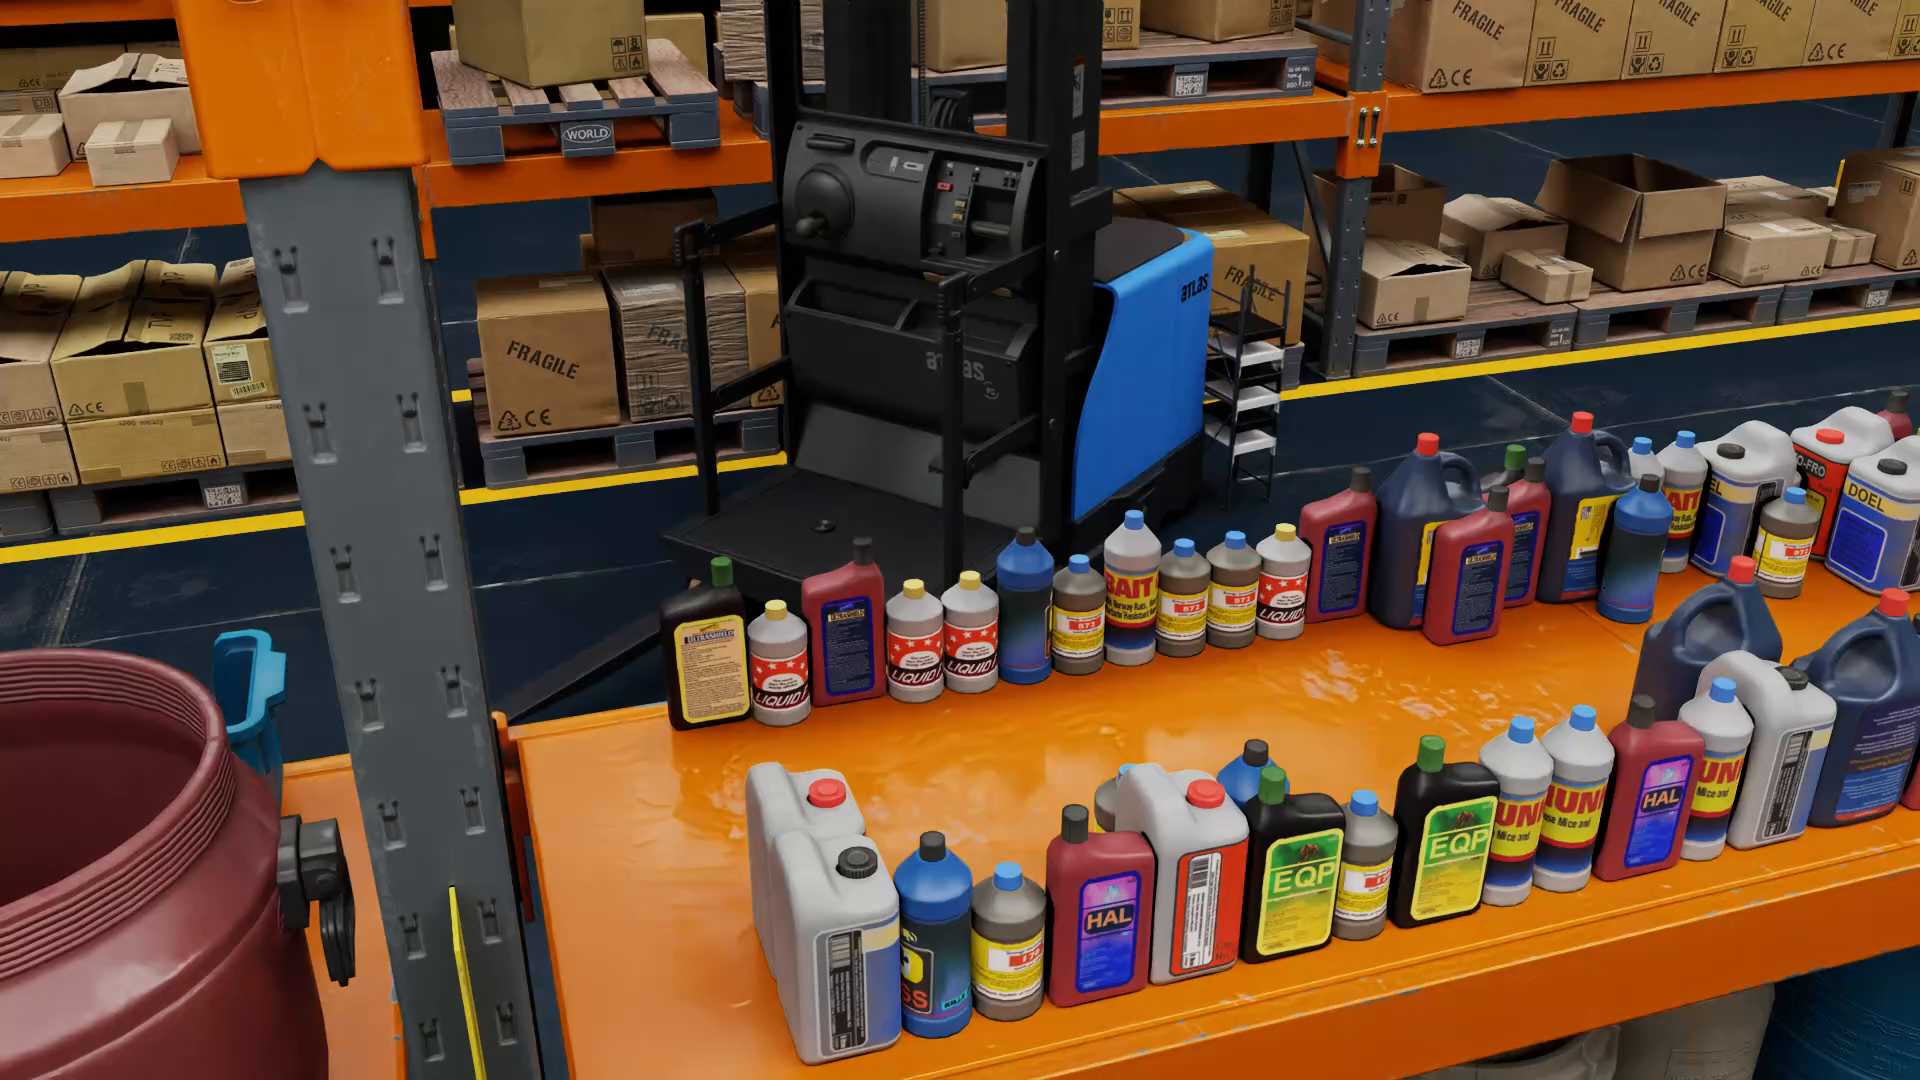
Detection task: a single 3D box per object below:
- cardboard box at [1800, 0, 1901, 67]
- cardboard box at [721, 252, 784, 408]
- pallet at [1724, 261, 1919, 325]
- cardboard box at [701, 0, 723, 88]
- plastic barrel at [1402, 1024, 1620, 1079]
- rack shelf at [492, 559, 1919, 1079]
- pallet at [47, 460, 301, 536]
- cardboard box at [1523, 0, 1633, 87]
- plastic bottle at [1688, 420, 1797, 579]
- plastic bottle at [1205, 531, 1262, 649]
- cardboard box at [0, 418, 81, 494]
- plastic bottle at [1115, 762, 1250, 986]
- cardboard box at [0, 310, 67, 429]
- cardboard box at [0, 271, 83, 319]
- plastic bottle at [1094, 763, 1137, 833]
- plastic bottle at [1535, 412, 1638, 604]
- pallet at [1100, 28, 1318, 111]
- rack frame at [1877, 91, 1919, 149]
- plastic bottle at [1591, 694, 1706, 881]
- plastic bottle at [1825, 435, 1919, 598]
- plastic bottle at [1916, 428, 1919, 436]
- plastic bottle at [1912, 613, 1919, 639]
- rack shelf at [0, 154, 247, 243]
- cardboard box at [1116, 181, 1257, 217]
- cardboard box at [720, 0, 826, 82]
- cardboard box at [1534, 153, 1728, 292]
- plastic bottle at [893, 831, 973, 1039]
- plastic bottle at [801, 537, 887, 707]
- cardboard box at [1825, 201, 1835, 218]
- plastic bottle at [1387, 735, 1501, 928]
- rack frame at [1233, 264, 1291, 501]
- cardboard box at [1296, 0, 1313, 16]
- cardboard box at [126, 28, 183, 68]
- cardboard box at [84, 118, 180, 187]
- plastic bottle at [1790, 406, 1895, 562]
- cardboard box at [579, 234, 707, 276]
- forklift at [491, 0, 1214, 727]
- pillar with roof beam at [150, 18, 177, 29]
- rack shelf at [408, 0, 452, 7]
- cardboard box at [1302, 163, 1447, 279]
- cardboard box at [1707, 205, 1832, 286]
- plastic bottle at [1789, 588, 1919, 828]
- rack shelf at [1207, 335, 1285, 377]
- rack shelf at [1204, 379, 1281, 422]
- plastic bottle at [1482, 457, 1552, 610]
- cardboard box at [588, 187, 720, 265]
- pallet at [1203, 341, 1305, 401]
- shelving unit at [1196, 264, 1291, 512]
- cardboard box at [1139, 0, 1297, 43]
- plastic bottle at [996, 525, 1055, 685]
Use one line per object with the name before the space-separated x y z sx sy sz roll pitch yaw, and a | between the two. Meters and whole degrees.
cardboard box | 4.103 -2.576 7.953 0.500 0.500 0.500 -8 28 -16
cardboard box | -0.698 -0.906 7.019 0.500 0.500 0.500 -9 28 -17
pallet | 4.583 -1.478 8.989 1.213 0.211 1.003 -8 28 -16
cardboard box | -1.350 -3.348 11.565 0.750 0.750 0.750 -7 27 -15
plastic barrel | 0.870 1.011 3.080 0.708 0.588 0.600 -8 28 -16
rack shelf | 1.238 0.396 2.888 4.000 0.370 1.077 -8 28 -16
pallet | -2.988 -0.400 6.818 1.213 0.211 1.003 -8 28 -16
cardboard box | 2.665 -2.368 7.534 0.500 0.500 0.500 -8 27 -15
plastic bottle | 1.481 -0.084 3.185 0.135 0.276 0.152 -8 28 -16
plastic bottle | 0.479 0.082 2.936 0.097 0.201 0.097 0 26 0
cardboard box | -3.586 -0.386 6.275 0.500 0.250 0.500 -8 27 -15
plastic bottle | 0.288 0.418 2.174 0.135 0.276 0.152 -8 28 -16
cardboard box | -3.588 -0.635 6.144 0.500 0.311 0.500 -8 28 -16
cardboard box | -3.765 -0.860 6.599 0.500 0.311 0.500 -9 28 -17
plastic bottle | 0.232 0.401 2.292 0.097 0.201 0.097 0 26 0
plastic bottle | 1.143 -0.070 3.074 0.185 0.351 0.144 -8 28 -16
pallet | 0.816 -2.147 7.417 1.213 0.211 1.003 -8 28 -16
rack frame | 5.413 -2.847 8.612 0.127 3.000 1.000 -8 28 -16
plastic bottle | 0.961 0.339 2.326 0.133 0.283 0.061 -8 28 -16
plastic bottle | 1.749 -0.052 3.120 0.135 0.276 0.152 -8 28 -16
plastic bottle | 1.930 -0.128 3.359 0.097 0.201 0.097 0 26 0
plastic bottle | 1.443 0.237 2.543 0.097 0.271 0.097 0 26 0
rack shelf | -4.095 -1.148 5.998 4.000 0.370 1.077 -8 28 -16
cardboard box | 1.074 -1.410 8.034 0.500 0.500 0.500 -10 28 -18
cardboard box | -0.701 -2.158 6.639 0.500 0.500 0.700 -3 27 -6
cardboard box | 3.395 -1.636 8.485 0.637 0.503 0.797 -8 28 -16
plastic bottle | -0.033 0.479 2.056 0.097 0.271 0.097 0 26 0
plastic bottle | -0.191 0.134 2.739 0.133 0.283 0.061 -8 28 -16
cardboard box | 4.671 -1.829 9.251 0.250 0.166 0.380 -8 28 -16
plastic bottle | 0.649 0.384 2.235 0.133 0.283 0.061 -8 28 -16
rack frame | 1.167 -0.603 6.452 0.006 0.900 0.240 -13 29 -25
cardboard box | 2.578 -4.159 12.864 0.250 0.149 0.380 -8 28 -16
cardboard box | -4.961 -3.080 10.553 0.500 0.250 0.500 -8 27 -15
cardboard box | -2.963 -1.392 5.964 0.250 0.149 0.380 -8 28 -16
plastic bottle | 1.702 -0.116 3.250 0.135 0.276 0.152 -8 28 -16
cardboard box | -1.377 -1.051 7.310 0.500 0.500 0.500 -7 27 -14
forklift | -0.286 -1.056 5.081 1.130 2.935 3.031 16 31 30
pillar with roof beam | -3.902 -4.893 5.987 0.400 9.000 9.100 -8 28 -16
rack shelf | -1.830 -3.793 11.326 4.000 0.370 1.077 -8 28 -16
cardboard box | 2.064 -1.572 8.360 0.500 0.500 0.500 -8 28 -16
cardboard box | 4.060 -1.516 8.527 0.500 0.250 0.500 -8 28 -16
plastic bottle | 1.320 0.237 2.455 0.185 0.351 0.144 -8 28 -16
rack shelf | 1.077 -0.713 6.344 0.200 0.077 0.258 -13 29 -25
rack shelf | 1.077 -0.552 6.424 0.200 0.077 0.258 -13 29 -25
plastic bottle | 0.997 -0.010 3.028 0.133 0.283 0.061 -8 28 -16
cardboard box | -1.325 -1.397 7.163 0.500 0.250 0.500 -7 27 -14
pallet | 0.848 -0.919 7.865 1.213 0.211 1.003 -8 28 -16
shelving unit | 1.077 -0.581 6.409 0.210 0.900 0.258 -13 29 -25
cardboard box | 1.090 -2.559 7.446 0.500 0.500 0.700 -19 32 -33
plastic bottle | 0.109 0.104 2.812 0.097 0.271 0.097 0 26 0
